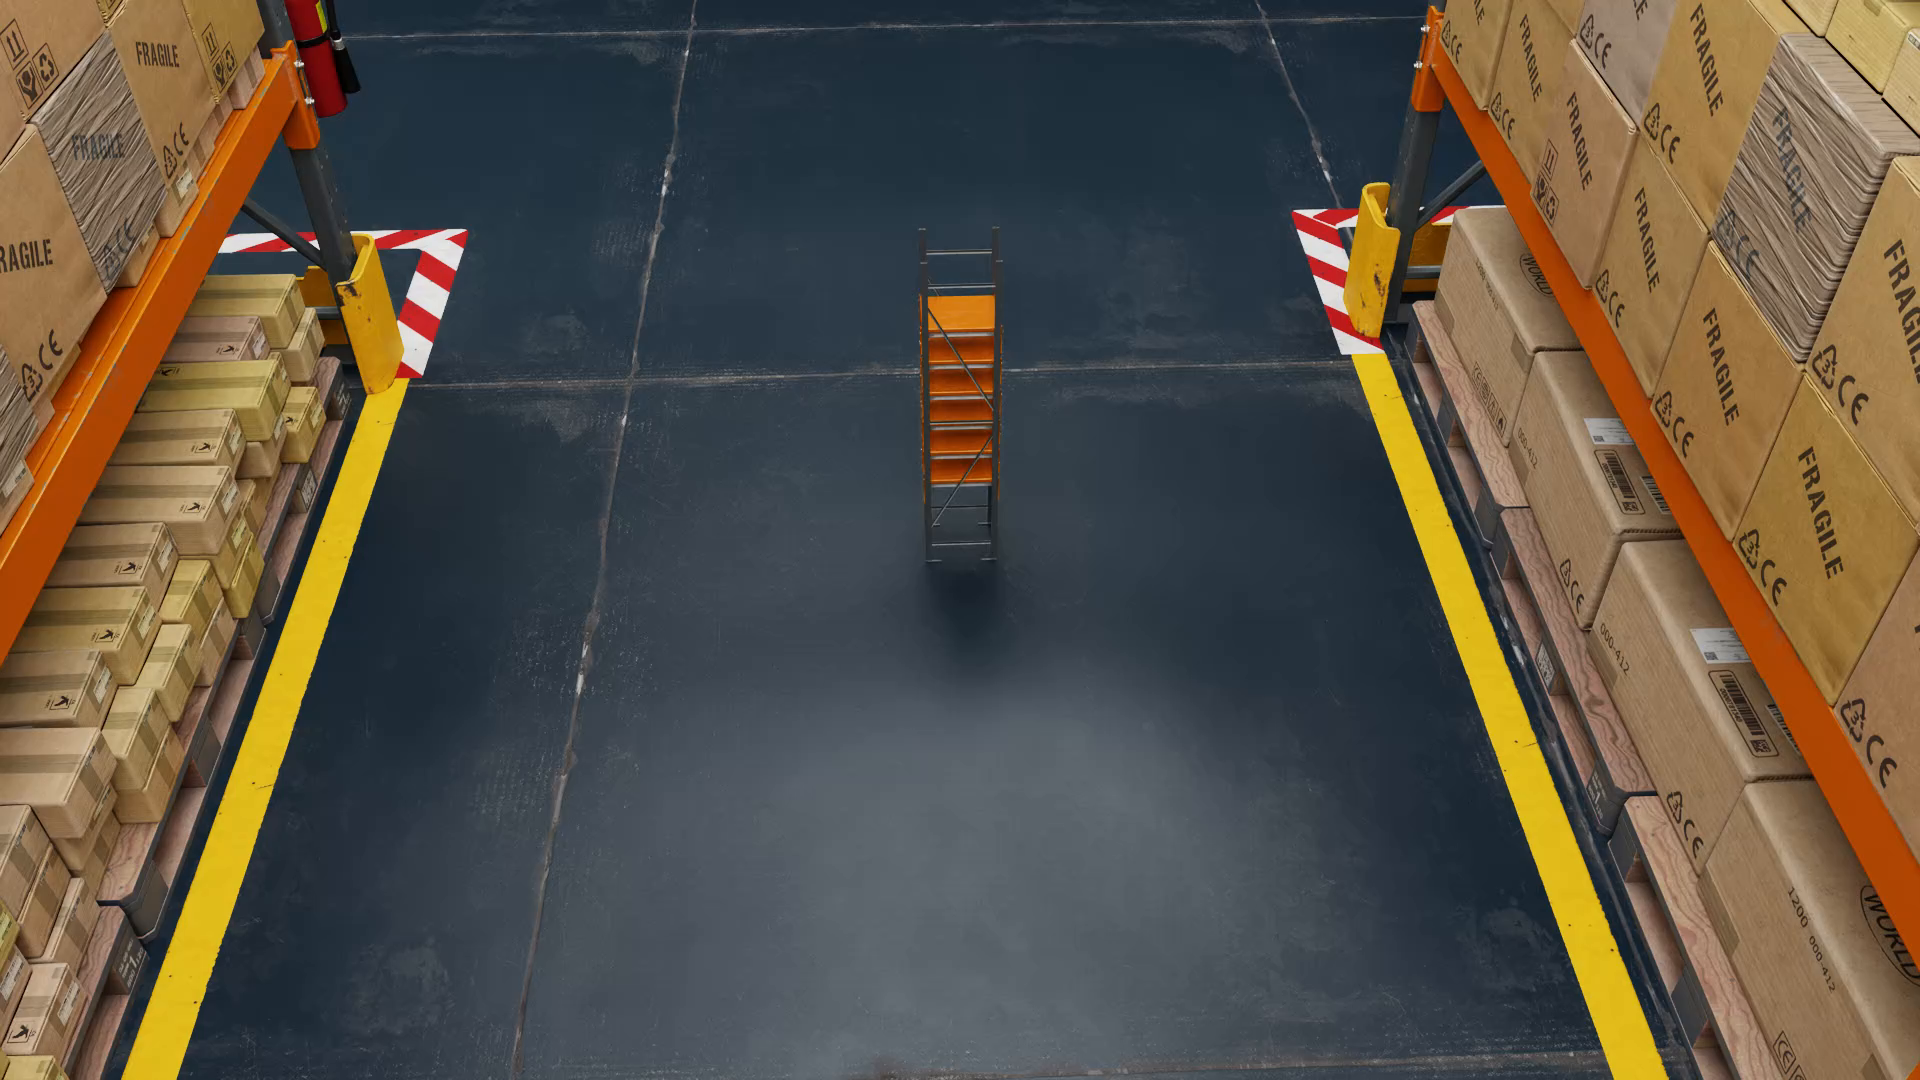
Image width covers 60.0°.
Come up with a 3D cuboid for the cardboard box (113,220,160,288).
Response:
[{"bbox_3d":[-2.467,-0.822,4.613,0.380,0.149,0.250,-3,43,-4],"label":"cardboard box"}]

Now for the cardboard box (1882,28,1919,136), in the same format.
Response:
[{"bbox_3d":[2.023,-0.856,3.170,0.380,0.149,0.250,-2,43,-2],"label":"cardboard box"}]

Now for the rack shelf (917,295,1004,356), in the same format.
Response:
[{"bbox_3d":[0.001,-0.665,5.121,0.258,0.103,0.180,-2,43,-2],"label":"rack shelf"}]

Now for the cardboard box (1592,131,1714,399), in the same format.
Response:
[{"bbox_3d":[1.988,-0.708,4.228,0.500,0.500,0.500,0,43,0],"label":"cardboard box"}]

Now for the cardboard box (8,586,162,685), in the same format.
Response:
[{"bbox_3d":[-2.457,0.268,4.597,0.380,0.149,0.250,-1,43,-2],"label":"cardboard box"}]

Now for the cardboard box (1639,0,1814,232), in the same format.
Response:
[{"bbox_3d":[1.980,-1.066,3.879,0.500,0.500,0.500,-1,43,-2],"label":"cardboard box"}]

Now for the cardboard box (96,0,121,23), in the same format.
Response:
[{"bbox_3d":[-2.489,-1.686,4.336,0.500,0.500,0.500,-3,43,-3],"label":"cardboard box"}]

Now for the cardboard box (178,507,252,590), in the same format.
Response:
[{"bbox_3d":[-2.412,0.020,5.088,0.380,0.149,0.250,-1,43,-1],"label":"cardboard box"}]

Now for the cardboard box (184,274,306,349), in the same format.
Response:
[{"bbox_3d":[-2.502,-0.788,5.749,0.380,0.149,0.250,-1,43,-1],"label":"cardboard box"}]

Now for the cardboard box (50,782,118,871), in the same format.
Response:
[{"bbox_3d":[-2.447,0.718,4.326,0.380,0.149,0.250,0,43,0],"label":"cardboard box"}]

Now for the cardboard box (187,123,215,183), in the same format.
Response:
[{"bbox_3d":[-2.483,-1.173,4.995,0.380,0.149,0.250,-2,43,-2],"label":"cardboard box"}]

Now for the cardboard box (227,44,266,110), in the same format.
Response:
[{"bbox_3d":[-2.482,-1.510,5.364,0.380,0.149,0.250,-2,43,-2],"label":"cardboard box"}]

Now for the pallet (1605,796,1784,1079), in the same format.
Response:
[{"bbox_3d":[2.379,1.187,4.298,1.003,0.211,1.213,-2,43,-2],"label":"pallet"}]

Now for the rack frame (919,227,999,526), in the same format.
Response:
[{"bbox_3d":[-0.003,-0.494,5.401,0.240,1.200,0.006,-2,43,-2],"label":"rack frame"}]

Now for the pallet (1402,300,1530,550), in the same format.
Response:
[{"bbox_3d":[2.275,-0.460,6.095,1.003,0.211,1.213,-2,43,-2],"label":"pallet"}]

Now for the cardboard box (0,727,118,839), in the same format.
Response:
[{"bbox_3d":[-2.391,0.617,4.216,0.380,0.149,0.250,-1,43,-1],"label":"cardboard box"}]

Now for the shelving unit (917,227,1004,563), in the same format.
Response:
[{"bbox_3d":[0.001,-0.433,5.334,0.258,1.200,0.189,-2,43,-2],"label":"shelving unit"}]

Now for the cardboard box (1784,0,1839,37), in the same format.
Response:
[{"bbox_3d":[1.986,-1.199,3.544,0.380,0.149,0.250,-2,43,-2],"label":"cardboard box"}]

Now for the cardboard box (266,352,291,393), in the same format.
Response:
[{"bbox_3d":[-2.513,-0.502,5.657,0.380,0.149,0.250,-3,43,-3],"label":"cardboard box"}]

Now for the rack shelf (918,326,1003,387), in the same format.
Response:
[{"bbox_3d":[0.001,-0.577,5.202,0.258,0.103,0.180,-2,43,-2],"label":"rack shelf"}]

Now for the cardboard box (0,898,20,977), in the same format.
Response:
[{"bbox_3d":[-2.428,0.967,3.834,0.380,0.149,0.250,-2,43,-2],"label":"cardboard box"}]

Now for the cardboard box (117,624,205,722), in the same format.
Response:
[{"bbox_3d":[-2.380,0.378,4.696,0.380,0.149,0.250,-1,43,-1],"label":"cardboard box"}]

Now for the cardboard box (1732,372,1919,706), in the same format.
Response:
[{"bbox_3d":[2.031,-0.015,3.472,0.500,0.500,0.500,-3,43,-3],"label":"cardboard box"}]

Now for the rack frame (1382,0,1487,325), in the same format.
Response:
[{"bbox_3d":[2.163,-2.025,5.740,1.000,3.000,0.127,-2,43,-2],"label":"rack frame"}]

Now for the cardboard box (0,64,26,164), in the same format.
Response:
[{"bbox_3d":[-2.432,-0.978,3.563,0.500,0.500,0.500,-3,43,-3],"label":"cardboard box"}]

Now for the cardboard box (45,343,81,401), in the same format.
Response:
[{"bbox_3d":[-2.487,-0.460,4.217,0.380,0.149,0.250,-1,43,-1],"label":"cardboard box"}]

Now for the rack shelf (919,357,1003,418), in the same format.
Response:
[{"bbox_3d":[0.001,-0.488,5.283,0.258,0.103,0.180,-2,43,-2],"label":"rack shelf"}]

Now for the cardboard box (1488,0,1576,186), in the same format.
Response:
[{"bbox_3d":[1.946,-1.389,4.972,0.500,0.500,0.500,-2,43,-2],"label":"cardboard box"}]

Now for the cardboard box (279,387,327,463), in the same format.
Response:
[{"bbox_3d":[-2.435,-0.399,5.764,0.380,0.149,0.250,0,43,0],"label":"cardboard box"}]

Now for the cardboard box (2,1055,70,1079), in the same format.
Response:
[{"bbox_3d":[-2.314,1.347,3.860,0.380,0.149,0.250,0,43,-1],"label":"cardboard box"}]

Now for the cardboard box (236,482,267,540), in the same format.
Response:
[{"bbox_3d":[-2.486,-0.052,5.385,0.380,0.149,0.250,-1,43,-1],"label":"cardboard box"}]

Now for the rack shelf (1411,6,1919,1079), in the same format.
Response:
[{"bbox_3d":[2.248,-0.410,4.510,1.077,0.370,4.000,-2,43,-2],"label":"rack shelf"}]

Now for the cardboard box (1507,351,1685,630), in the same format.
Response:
[{"bbox_3d":[2.339,-0.175,5.307,0.875,0.438,0.875,-1,43,-1],"label":"cardboard box"}]

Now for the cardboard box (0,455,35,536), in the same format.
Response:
[{"bbox_3d":[-2.398,-0.110,3.836,0.380,0.149,0.250,0,43,0],"label":"cardboard box"}]

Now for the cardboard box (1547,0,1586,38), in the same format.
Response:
[{"bbox_3d":[1.928,-1.750,4.625,0.500,0.500,0.500,-3,43,-3],"label":"cardboard box"}]

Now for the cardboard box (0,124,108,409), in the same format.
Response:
[{"bbox_3d":[-2.443,-0.639,3.933,0.500,0.500,0.500,0,43,0],"label":"cardboard box"}]

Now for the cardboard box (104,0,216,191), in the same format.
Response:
[{"bbox_3d":[-2.485,-1.318,4.674,0.500,0.500,0.500,-2,43,-2],"label":"cardboard box"}]

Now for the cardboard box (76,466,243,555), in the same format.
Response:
[{"bbox_3d":[-2.396,-0.089,4.986,0.380,0.149,0.250,0,43,0],"label":"cardboard box"}]

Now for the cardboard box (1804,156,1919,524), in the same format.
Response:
[{"bbox_3d":[2.024,-0.384,3.135,0.500,0.500,0.500,-2,43,-2],"label":"cardboard box"}]

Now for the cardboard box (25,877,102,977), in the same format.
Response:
[{"bbox_3d":[-2.437,1.011,4.227,0.380,0.149,0.250,-2,43,-3],"label":"cardboard box"}]

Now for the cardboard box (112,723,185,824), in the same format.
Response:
[{"bbox_3d":[-2.398,0.652,4.618,0.380,0.149,0.250,-3,43,-3],"label":"cardboard box"}]

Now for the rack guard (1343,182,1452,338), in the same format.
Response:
[{"bbox_3d":[2.162,-1.120,6.602,1.175,0.500,0.348,-2,43,-2],"label":"rack guard"}]

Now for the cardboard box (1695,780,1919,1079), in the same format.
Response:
[{"bbox_3d":[2.414,1.038,3.983,0.875,0.438,0.875,-2,43,-2],"label":"cardboard box"}]

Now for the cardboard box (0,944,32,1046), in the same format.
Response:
[{"bbox_3d":[-2.451,1.086,3.924,0.380,0.149,0.250,-2,43,-2],"label":"cardboard box"}]

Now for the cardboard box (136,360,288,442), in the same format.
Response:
[{"bbox_3d":[-2.411,-0.446,5.375,0.380,0.149,0.250,-3,43,-3],"label":"cardboard box"}]

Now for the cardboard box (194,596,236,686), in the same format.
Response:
[{"bbox_3d":[-2.421,0.304,4.998,0.380,0.149,0.250,-1,43,-1],"label":"cardboard box"}]

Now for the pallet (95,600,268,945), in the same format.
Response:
[{"bbox_3d":[-2.727,0.635,4.901,1.003,0.211,1.213,-2,43,-2],"label":"pallet"}]
